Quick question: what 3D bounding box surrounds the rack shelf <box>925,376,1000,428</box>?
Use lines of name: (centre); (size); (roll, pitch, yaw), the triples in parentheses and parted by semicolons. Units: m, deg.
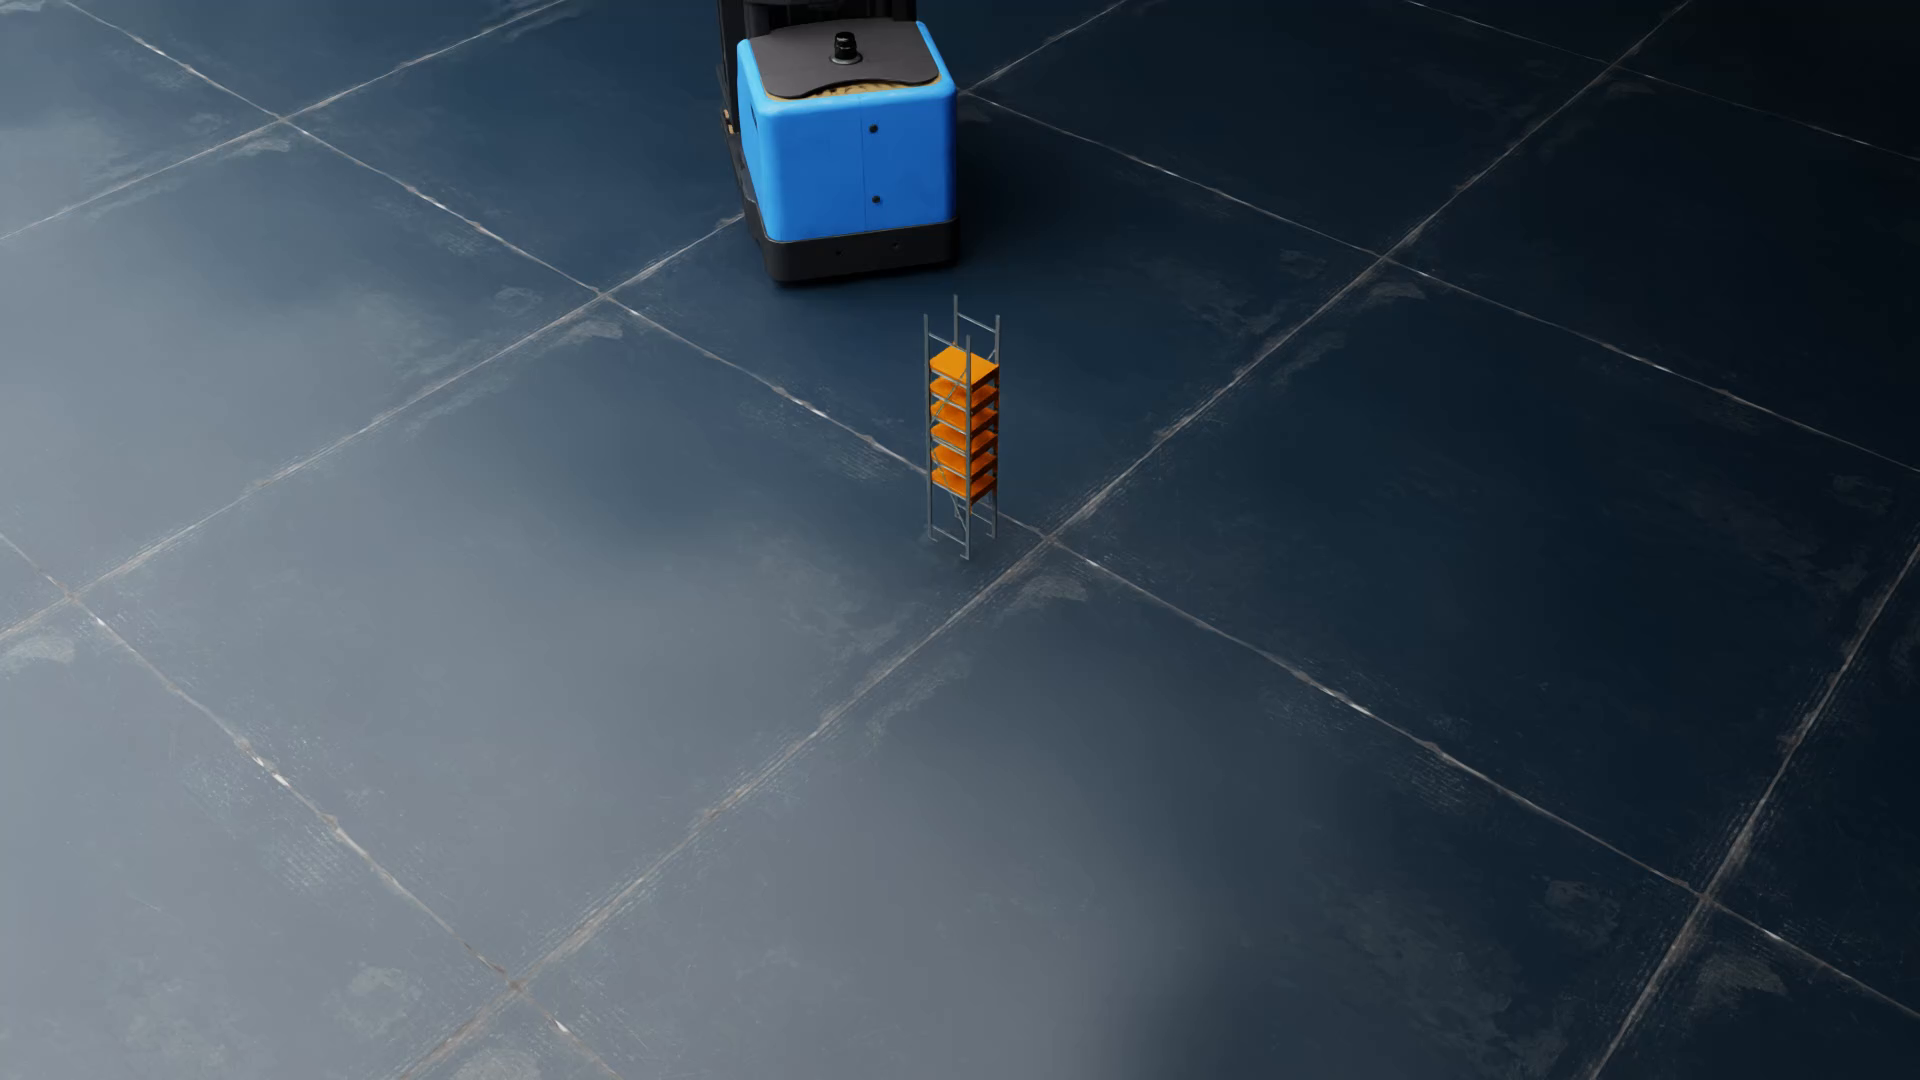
rack shelf: (0.009, -0.596, 6.905); (0.258, 0.103, 0.180); (29, 50, 28)

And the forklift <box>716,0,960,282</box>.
forklift: (-0.841, -3.460, 9.059); (1.130, 2.935, 3.031); (-9, 43, -10)

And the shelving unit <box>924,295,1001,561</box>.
shelving unit: (0.009, -0.451, 7.037); (0.258, 1.200, 0.189); (29, 50, 28)

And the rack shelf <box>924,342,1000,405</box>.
rack shelf: (0.009, -0.685, 6.825); (0.258, 0.103, 0.180); (29, 50, 28)

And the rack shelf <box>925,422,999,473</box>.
rack shelf: (0.009, -0.419, 7.067); (0.258, 0.103, 0.180); (29, 50, 28)

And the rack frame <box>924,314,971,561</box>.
rack frame: (-0.050, -0.404, 6.985); (0.240, 1.200, 0.006); (29, 50, 28)

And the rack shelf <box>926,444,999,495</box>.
rack shelf: (0.009, -0.330, 7.147); (0.258, 0.103, 0.180); (29, 50, 28)

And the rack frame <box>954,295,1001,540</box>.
rack frame: (0.068, -0.498, 7.089); (0.240, 1.200, 0.006); (29, 50, 28)

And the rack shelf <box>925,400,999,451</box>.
rack shelf: (0.009, -0.507, 6.986); (0.258, 0.103, 0.180); (29, 50, 28)

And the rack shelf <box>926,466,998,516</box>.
rack shelf: (0.009, -0.241, 7.228); (0.258, 0.103, 0.180); (29, 50, 28)
